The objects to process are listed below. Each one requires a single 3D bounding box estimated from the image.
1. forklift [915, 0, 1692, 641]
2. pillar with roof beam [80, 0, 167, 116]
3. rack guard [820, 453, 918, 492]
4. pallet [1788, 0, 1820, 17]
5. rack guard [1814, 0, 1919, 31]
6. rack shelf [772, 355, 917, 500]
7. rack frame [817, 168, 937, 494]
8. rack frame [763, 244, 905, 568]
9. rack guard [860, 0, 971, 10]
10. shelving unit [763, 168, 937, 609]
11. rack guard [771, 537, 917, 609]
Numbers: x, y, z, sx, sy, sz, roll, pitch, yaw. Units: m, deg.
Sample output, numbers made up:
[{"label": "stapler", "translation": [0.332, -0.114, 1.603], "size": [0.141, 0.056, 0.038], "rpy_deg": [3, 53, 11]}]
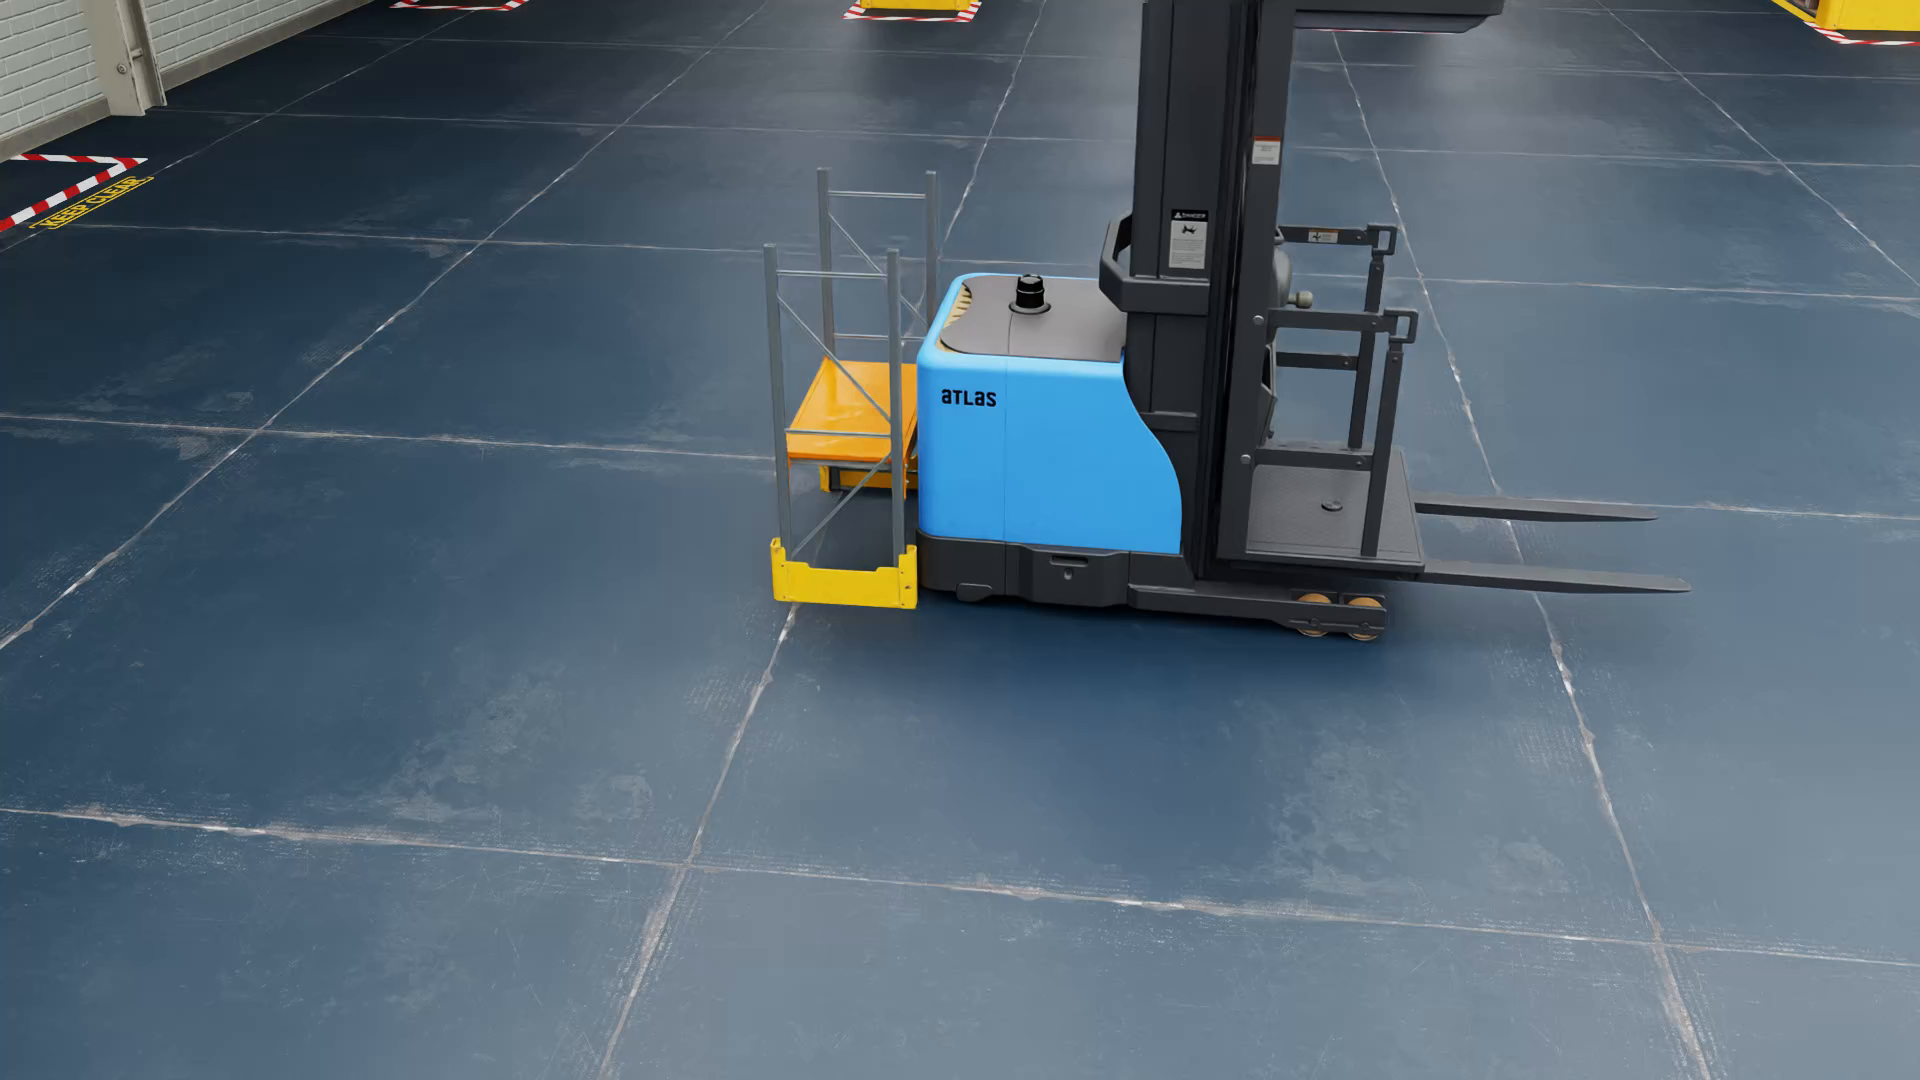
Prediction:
[{"label": "forklift", "translation": [1.382, -1.167, 6.326], "size": [3.031, 2.935, 1.130], "rpy_deg": [4, 29, 8]}, {"label": "pillar with roof beam", "translation": [-2.630, -7.324, 11.358], "size": [9.100, 9.000, 0.400], "rpy_deg": [3, 28, 6]}, {"label": "rack guard", "translation": [-0.349, -0.335, 7.608], "size": [0.587, 0.250, 0.087], "rpy_deg": [3, 28, 6]}, {"label": "pallet", "translation": [9.498, -5.703, 17.613], "size": [1.003, 0.211, 1.213], "rpy_deg": [3, 28, 6]}, {"label": "rack guard", "translation": [9.363, -5.450, 16.839], "size": [1.175, 0.500, 0.348], "rpy_deg": [3, 28, 6]}, {"label": "rack shelf", "translation": [-0.410, -0.488, 6.954], "size": [0.538, 0.185, 1.000], "rpy_deg": [3, 28, 6]}, {"label": "rack frame", "translation": [-0.349, -0.886, 7.313], "size": [0.500, 1.500, 0.032], "rpy_deg": [3, 28, 6]}, {"label": "rack frame", "translation": [-0.470, -0.407, 6.424], "size": [0.500, 1.500, 0.032], "rpy_deg": [3, 28, 6]}, {"label": "rack guard", "translation": [-0.480, -5.980, 17.823], "size": [1.175, 0.500, 0.348], "rpy_deg": [3, 28, 6]}, {"label": "shelving unit", "translation": [-0.409, -0.651, 6.877], "size": [0.587, 1.500, 1.083], "rpy_deg": [3, 28, 6]}, {"label": "rack guard", "translation": [-0.468, 0.134, 6.738], "size": [0.587, 0.250, 0.087], "rpy_deg": [3, 28, 6]}]
